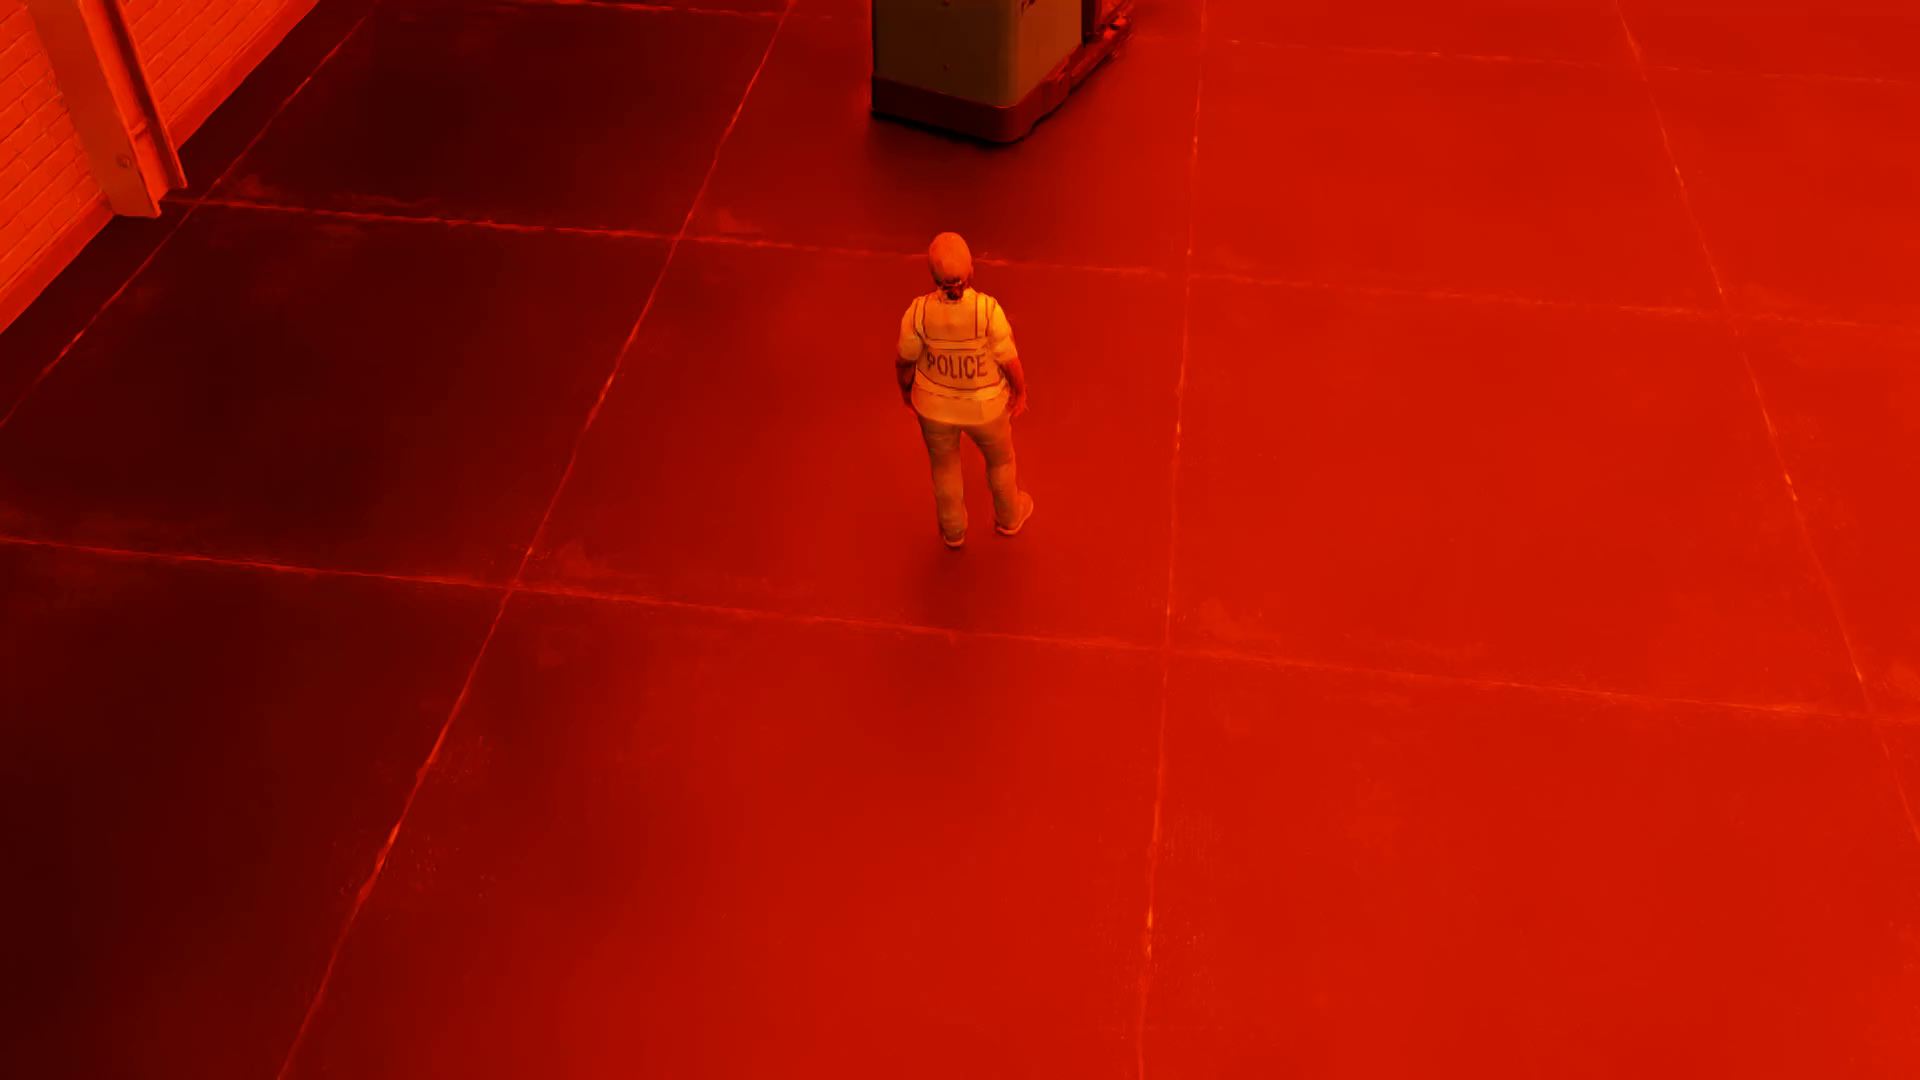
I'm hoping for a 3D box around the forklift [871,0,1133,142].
[{"bbox_3d":[0.558,-4.590,10.721,1.130,2.935,3.031,19,46,20],"label":"forklift"}]

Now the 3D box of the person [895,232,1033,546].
[{"bbox_3d":[0.033,-0.668,7.376,0.598,1.669,0.529,5,43,6],"label":"person"}]
